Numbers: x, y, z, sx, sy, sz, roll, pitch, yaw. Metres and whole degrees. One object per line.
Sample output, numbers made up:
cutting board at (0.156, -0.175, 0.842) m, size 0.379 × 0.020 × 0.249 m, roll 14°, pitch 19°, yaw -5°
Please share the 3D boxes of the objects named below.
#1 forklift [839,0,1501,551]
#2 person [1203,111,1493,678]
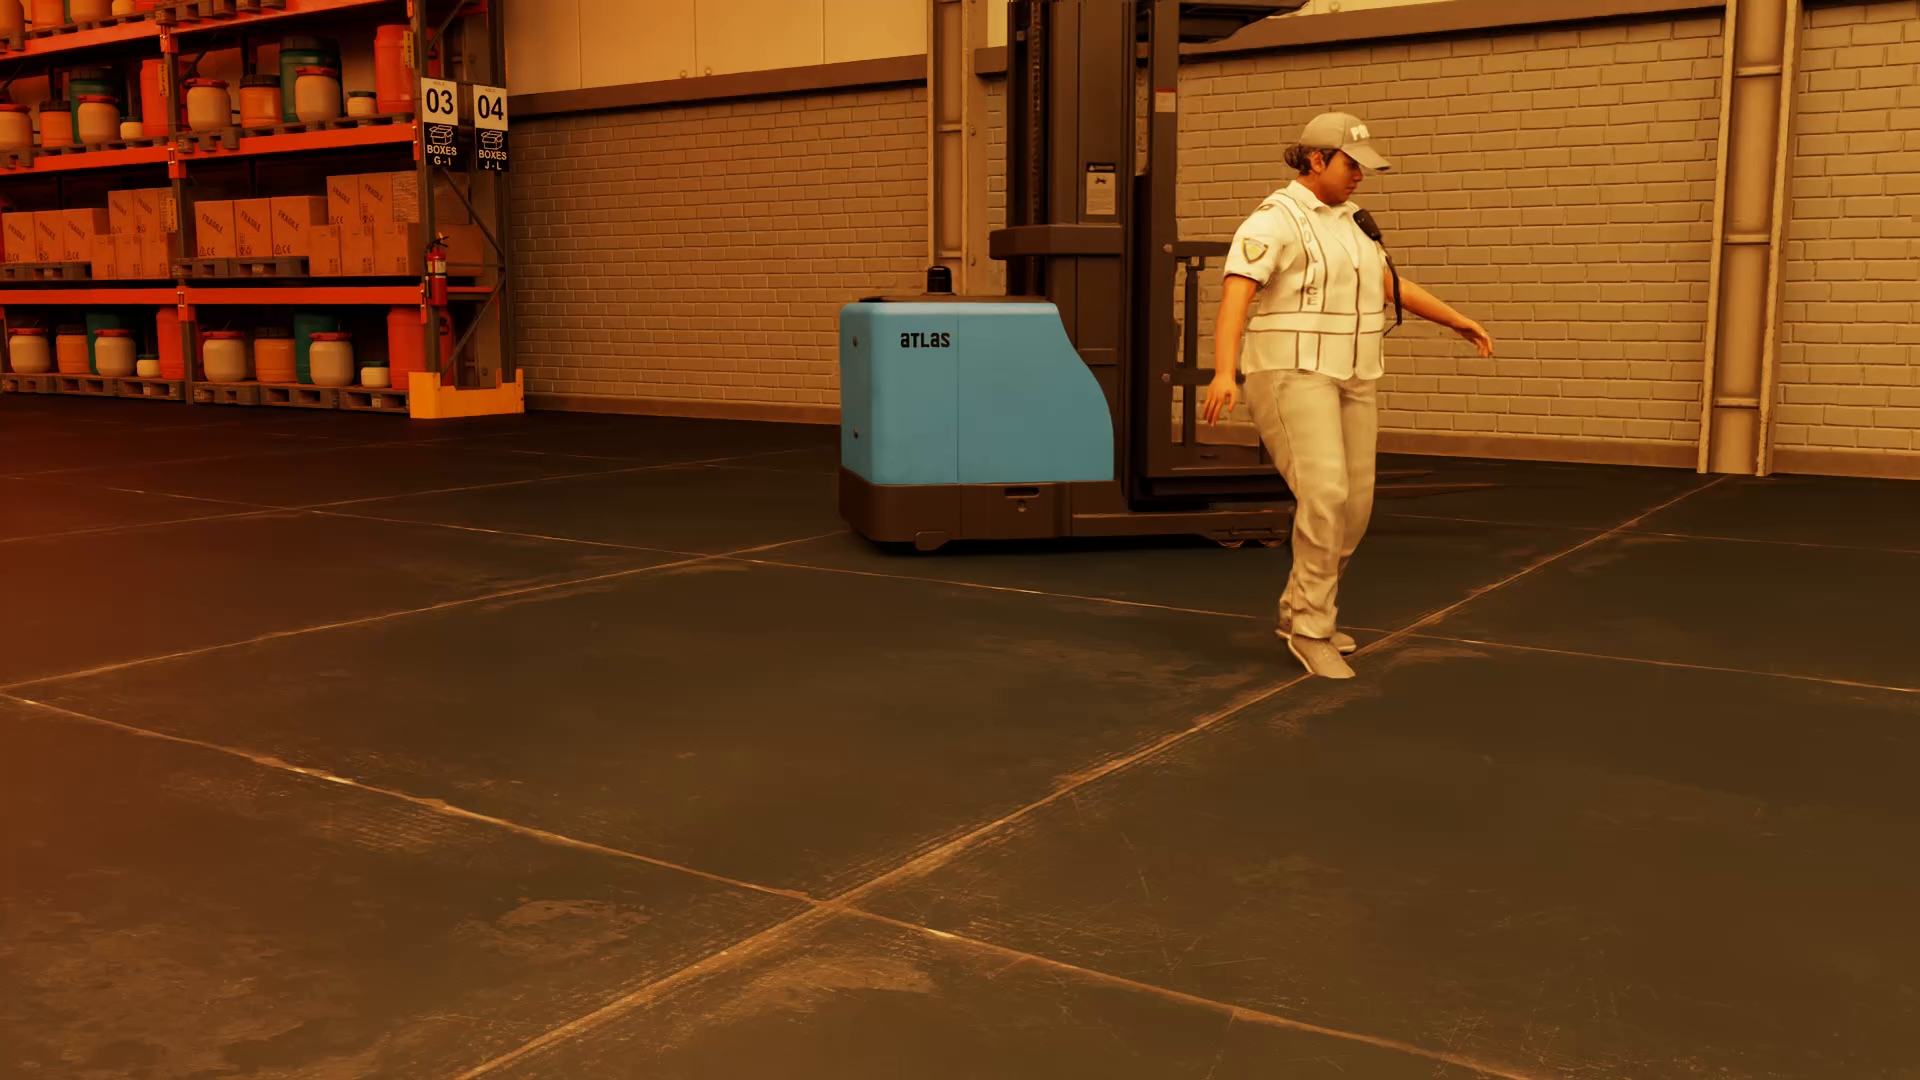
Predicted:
forklift at (0.996, -1.486, 7.642) m, size 3.031 × 2.935 × 1.130 m, roll -2°, pitch 8°, yaw -13°
person at (1.115, -0.423, 4.988) m, size 0.907 × 1.694 × 0.564 m, roll -5°, pitch 10°, yaw -33°
